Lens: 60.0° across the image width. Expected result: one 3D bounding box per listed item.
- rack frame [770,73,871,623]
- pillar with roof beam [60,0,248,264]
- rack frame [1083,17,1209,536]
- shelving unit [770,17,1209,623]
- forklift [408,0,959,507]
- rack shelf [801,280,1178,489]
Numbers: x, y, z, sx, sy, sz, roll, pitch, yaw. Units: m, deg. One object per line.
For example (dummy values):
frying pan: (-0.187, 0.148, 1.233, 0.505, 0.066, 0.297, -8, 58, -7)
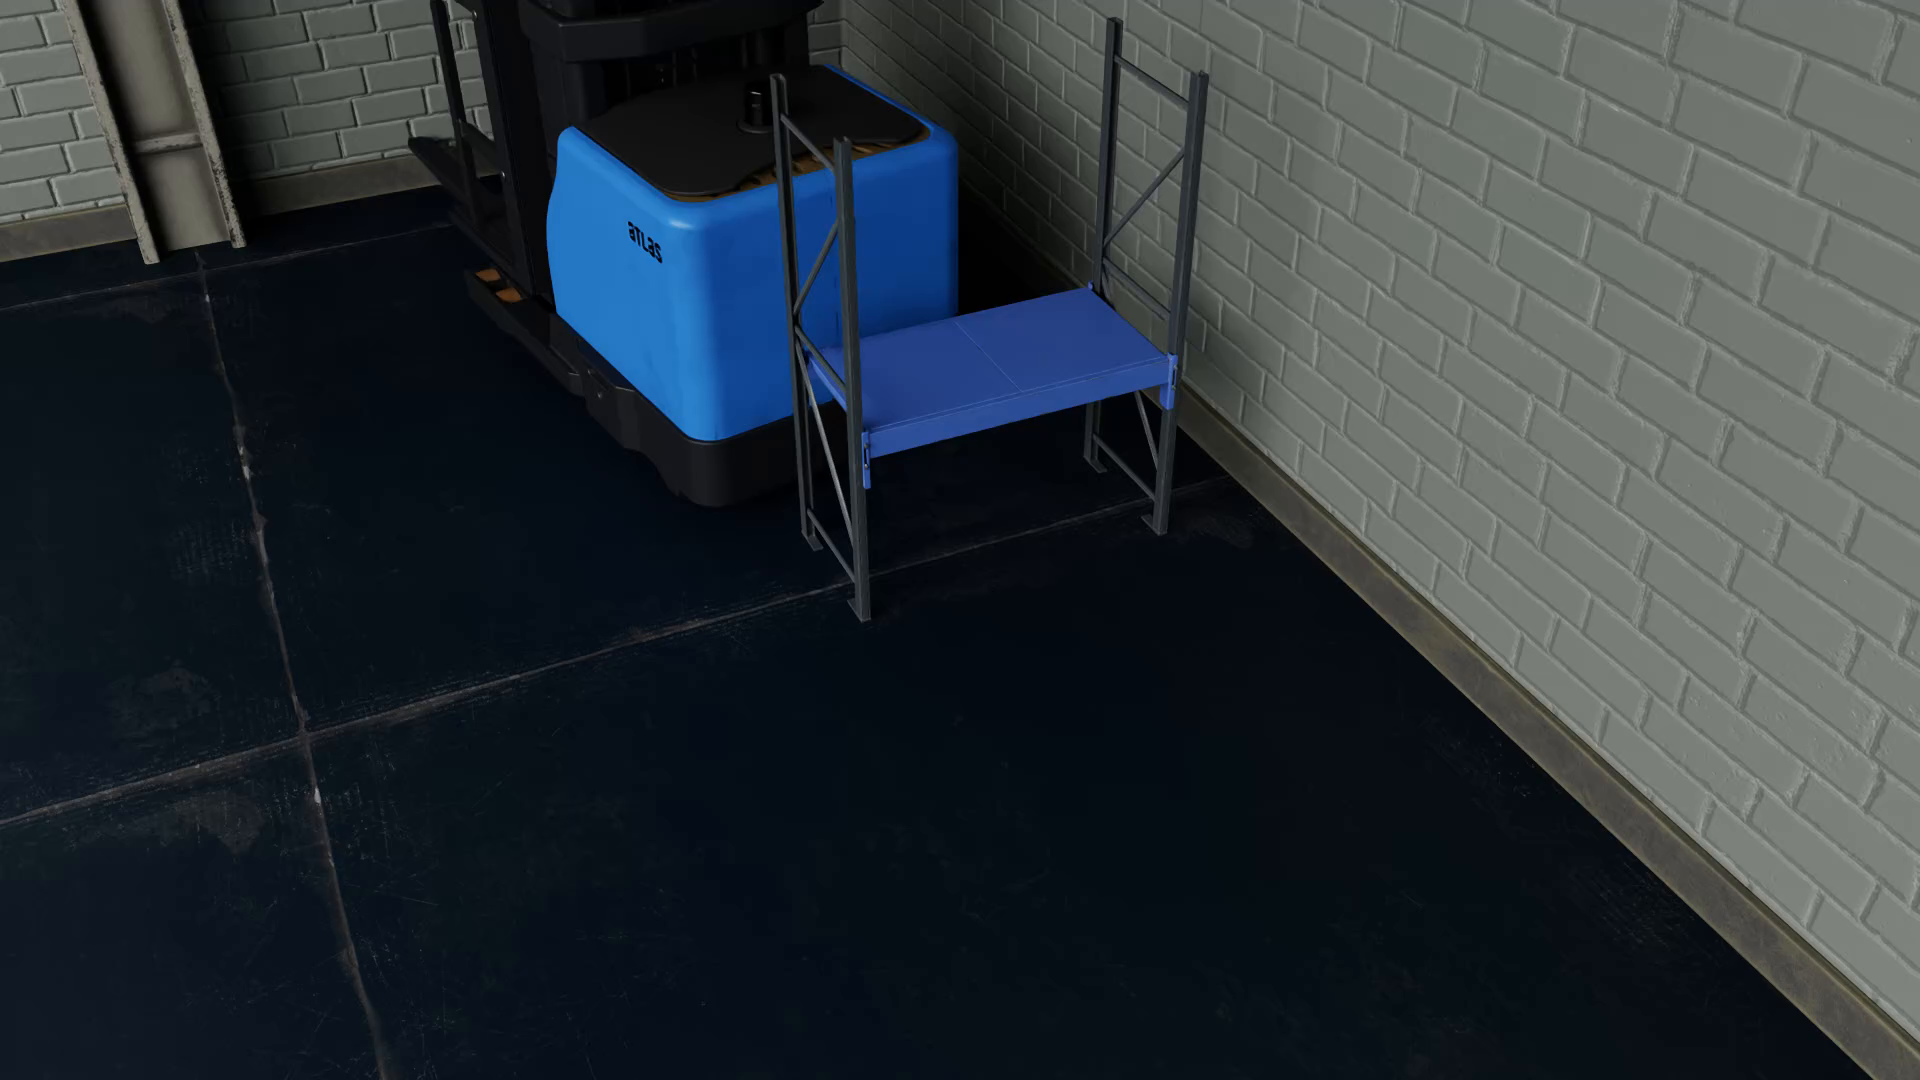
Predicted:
rack frame: (-0.383, -0.495, 4.659, 0.032, 1.500, 0.500, -16, 39, -20)
pillar with roof beam: (-1.367, -2.545, 1.128, 0.400, 9.000, 9.100, -16, 39, -20)
rack frame: (0.537, -0.753, 5.006, 0.032, 1.500, 0.500, -16, 39, -20)
shelving unit: (0.077, -0.624, 4.832, 1.048, 1.500, 0.538, -16, 39, -20)
forklift: (-1.250, -2.115, 5.641, 1.130, 2.935, 3.031, -23, 42, -28)
rack shelf: (0.077, -0.480, 4.939, 1.000, 0.185, 0.538, -16, 39, -20)
